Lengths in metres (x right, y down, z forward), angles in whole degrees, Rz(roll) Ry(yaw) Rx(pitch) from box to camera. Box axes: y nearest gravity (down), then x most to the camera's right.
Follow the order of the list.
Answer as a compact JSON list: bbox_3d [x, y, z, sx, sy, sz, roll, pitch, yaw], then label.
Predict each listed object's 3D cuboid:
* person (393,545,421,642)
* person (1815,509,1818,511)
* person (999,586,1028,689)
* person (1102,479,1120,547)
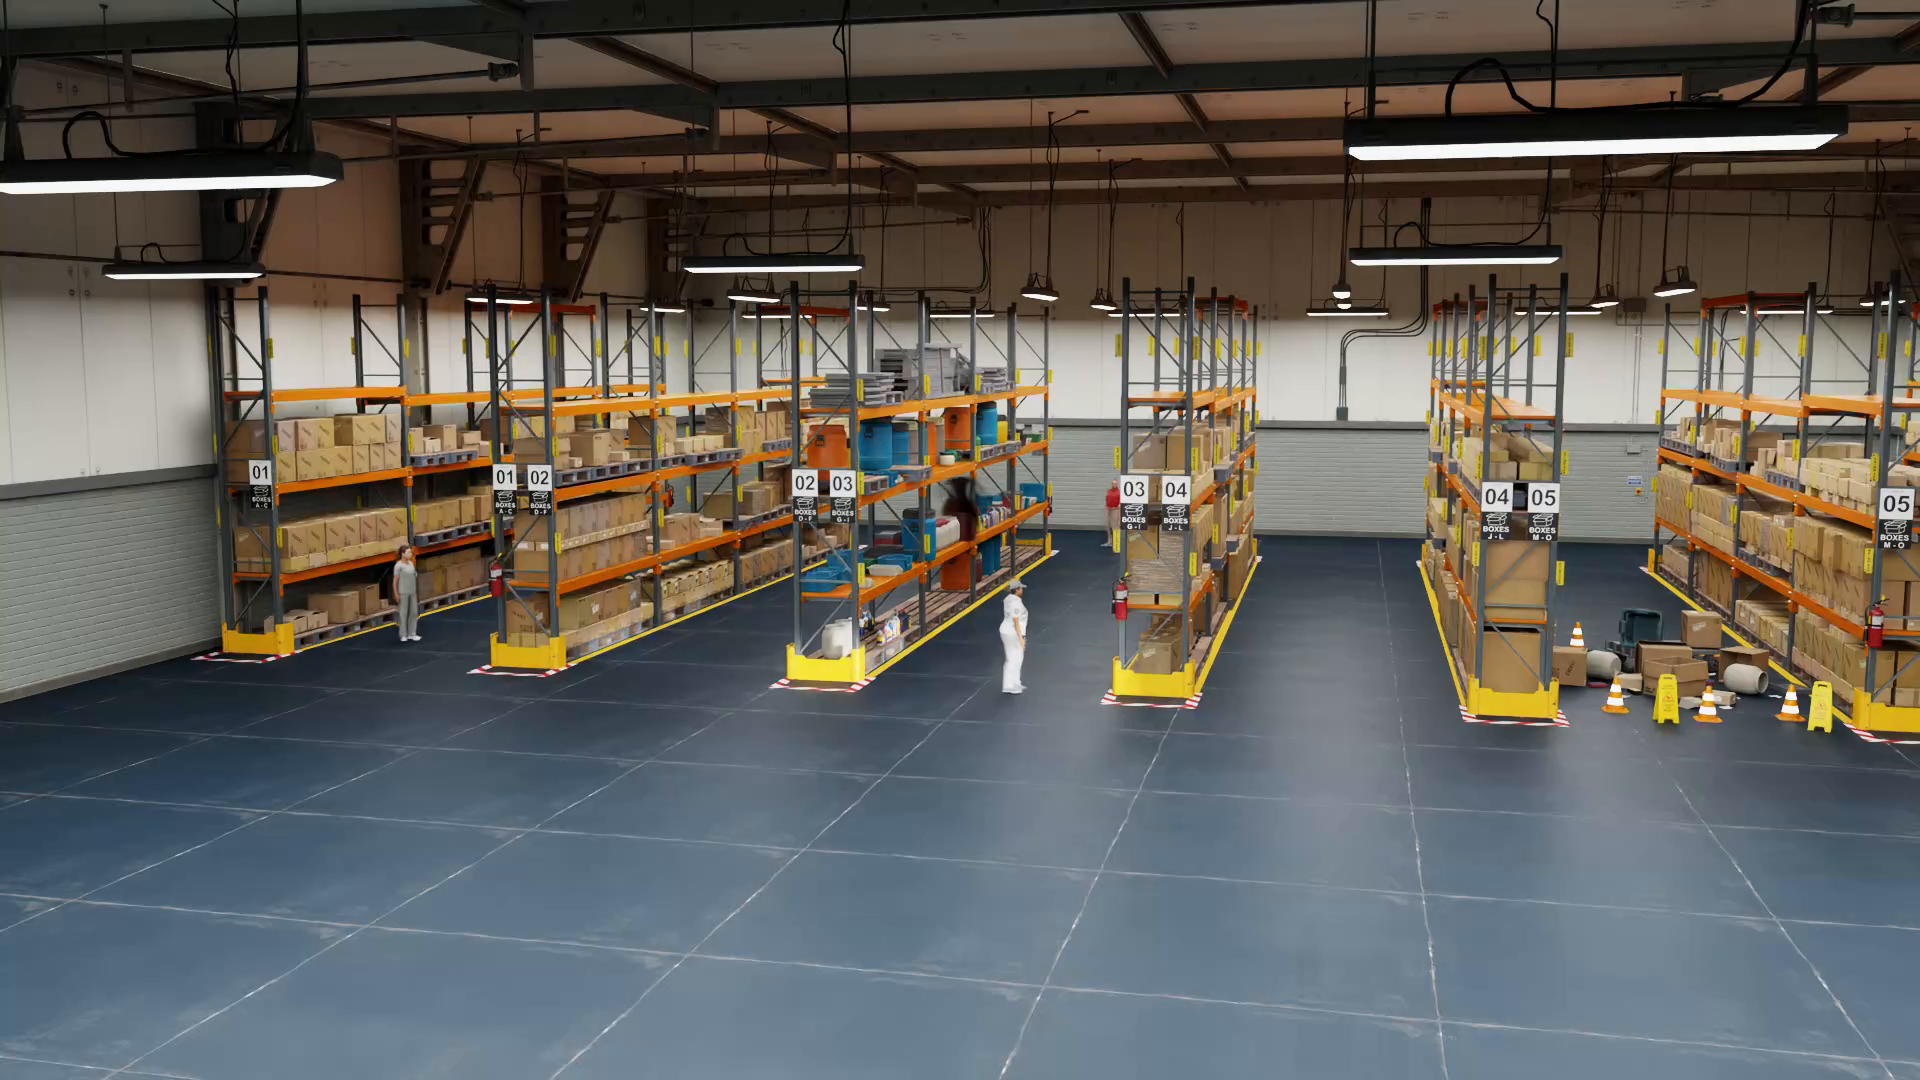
[{"bbox_3d":[-9.490,0.911,28.478,0.338,1.673,0.528,4,8,31],"label":"person"},{"bbox_3d":[18.160,0.146,35.176,0.543,1.659,0.448,4,8,33],"label":"person"},{"bbox_3d":[0.785,1.382,24.270,0.397,1.577,0.586,-1,7,-7],"label":"person"},{"bbox_3d":[3.895,-0.693,42.041,0.560,1.718,0.519,-4,8,-31],"label":"person"}]
